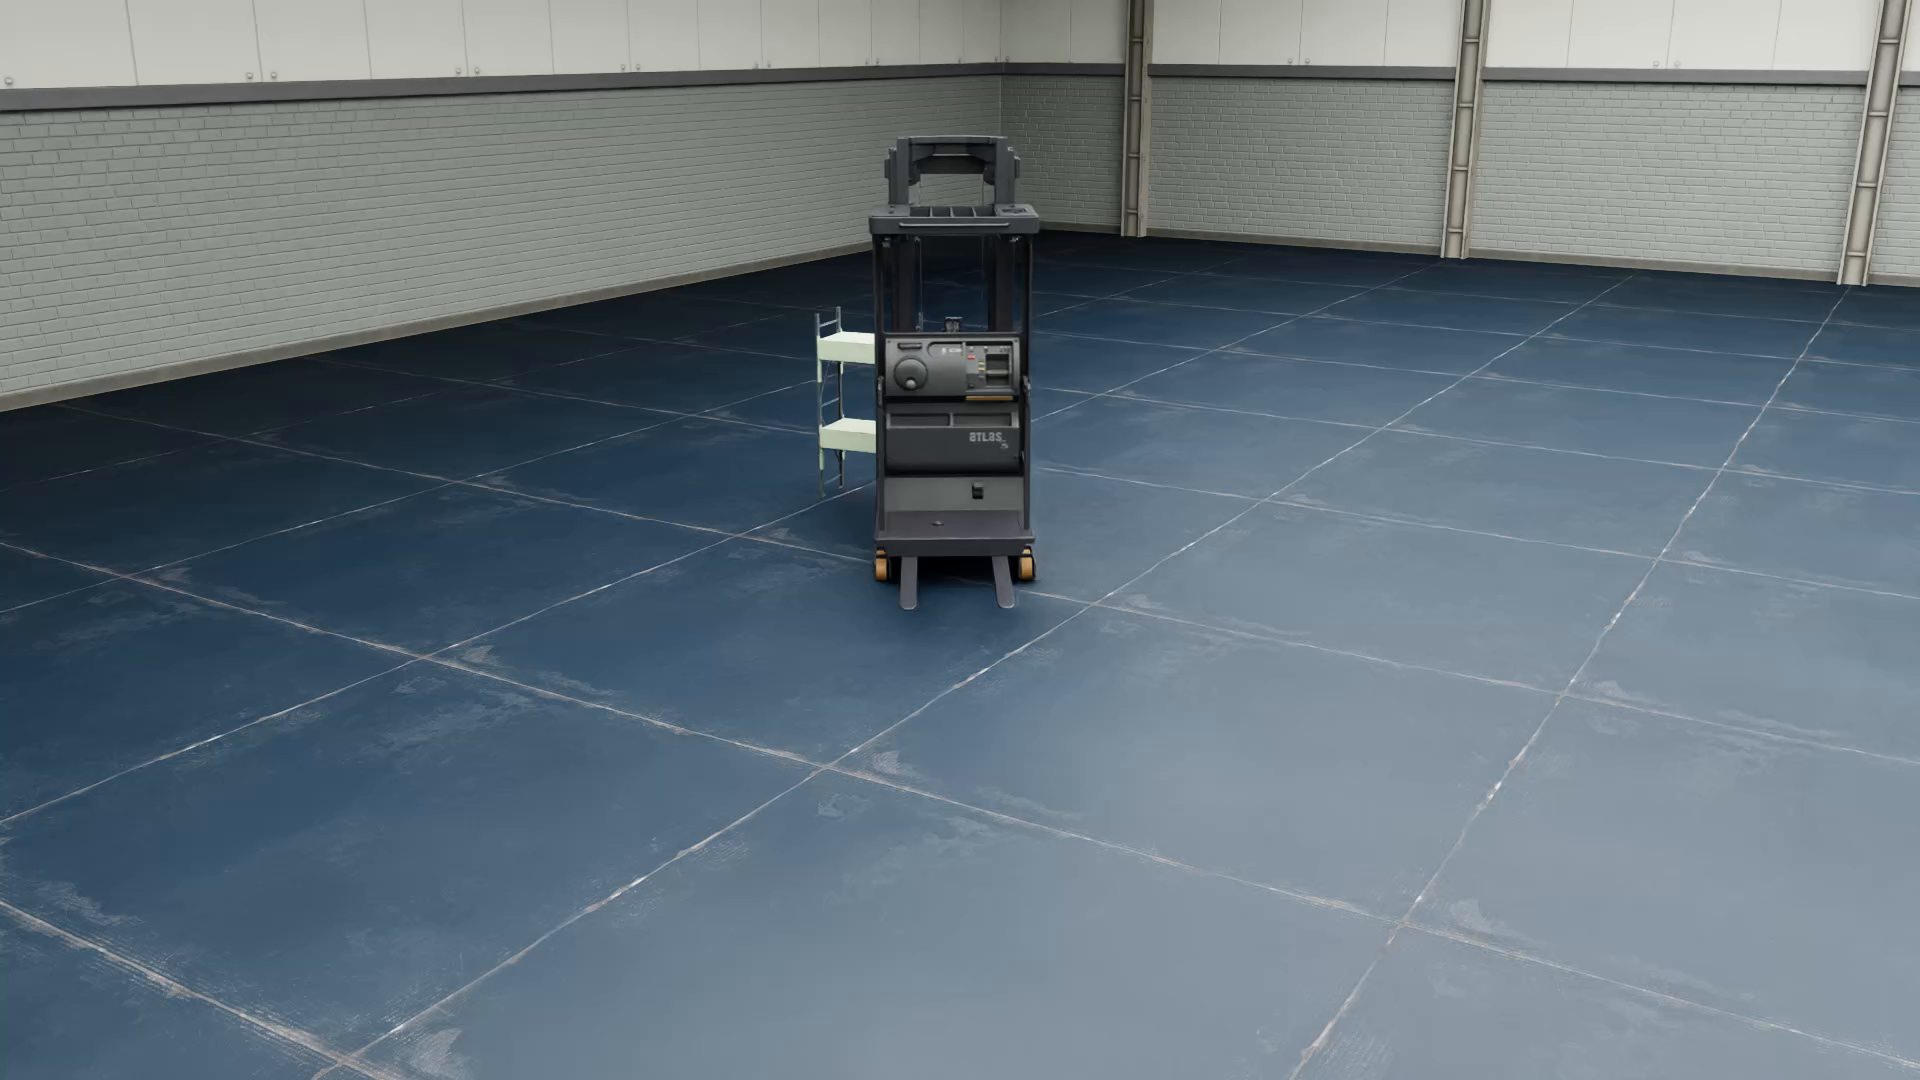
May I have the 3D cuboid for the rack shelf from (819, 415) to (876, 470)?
[{"bbox_3d":[-0.717,-0.758,13.416,0.720,0.370,0.431,7,18,22],"label":"rack shelf"}]

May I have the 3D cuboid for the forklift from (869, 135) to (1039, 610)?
[{"bbox_3d":[-0.045,-1.207,11.312,1.130,2.935,3.031,0,17,-1],"label":"forklift"}]

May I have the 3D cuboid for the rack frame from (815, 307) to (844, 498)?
[{"bbox_3d":[-1.054,-1.111,13.458,0.023,1.500,0.400,7,18,22],"label":"rack frame"}]

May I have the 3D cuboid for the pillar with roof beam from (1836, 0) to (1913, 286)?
[{"bbox_3d":[11.224,-7.110,20.304,0.400,9.000,9.100,10,20,30],"label":"pillar with roof beam"}]

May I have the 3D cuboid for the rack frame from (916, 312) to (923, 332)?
[{"bbox_3d":[-0.379,-1.028,13.185,0.023,1.500,0.400,7,18,22],"label":"rack frame"}]

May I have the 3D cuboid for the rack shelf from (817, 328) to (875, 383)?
[{"bbox_3d":[-0.717,-1.443,13.208,0.720,0.370,0.431,7,18,22],"label":"rack shelf"}]

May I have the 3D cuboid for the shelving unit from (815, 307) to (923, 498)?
[{"bbox_3d":[-0.717,-1.070,13.321,0.755,1.500,0.431,7,18,22],"label":"shelving unit"}]

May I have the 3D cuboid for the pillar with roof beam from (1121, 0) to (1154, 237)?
[{"bbox_3d":[0.998,-8.935,26.313,0.400,9.000,9.100,10,20,30],"label":"pillar with roof beam"}]

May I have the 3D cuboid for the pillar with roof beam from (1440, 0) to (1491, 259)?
[{"bbox_3d":[6.111,-8.022,23.308,0.400,9.000,9.100,10,20,30],"label":"pillar with roof beam"}]
